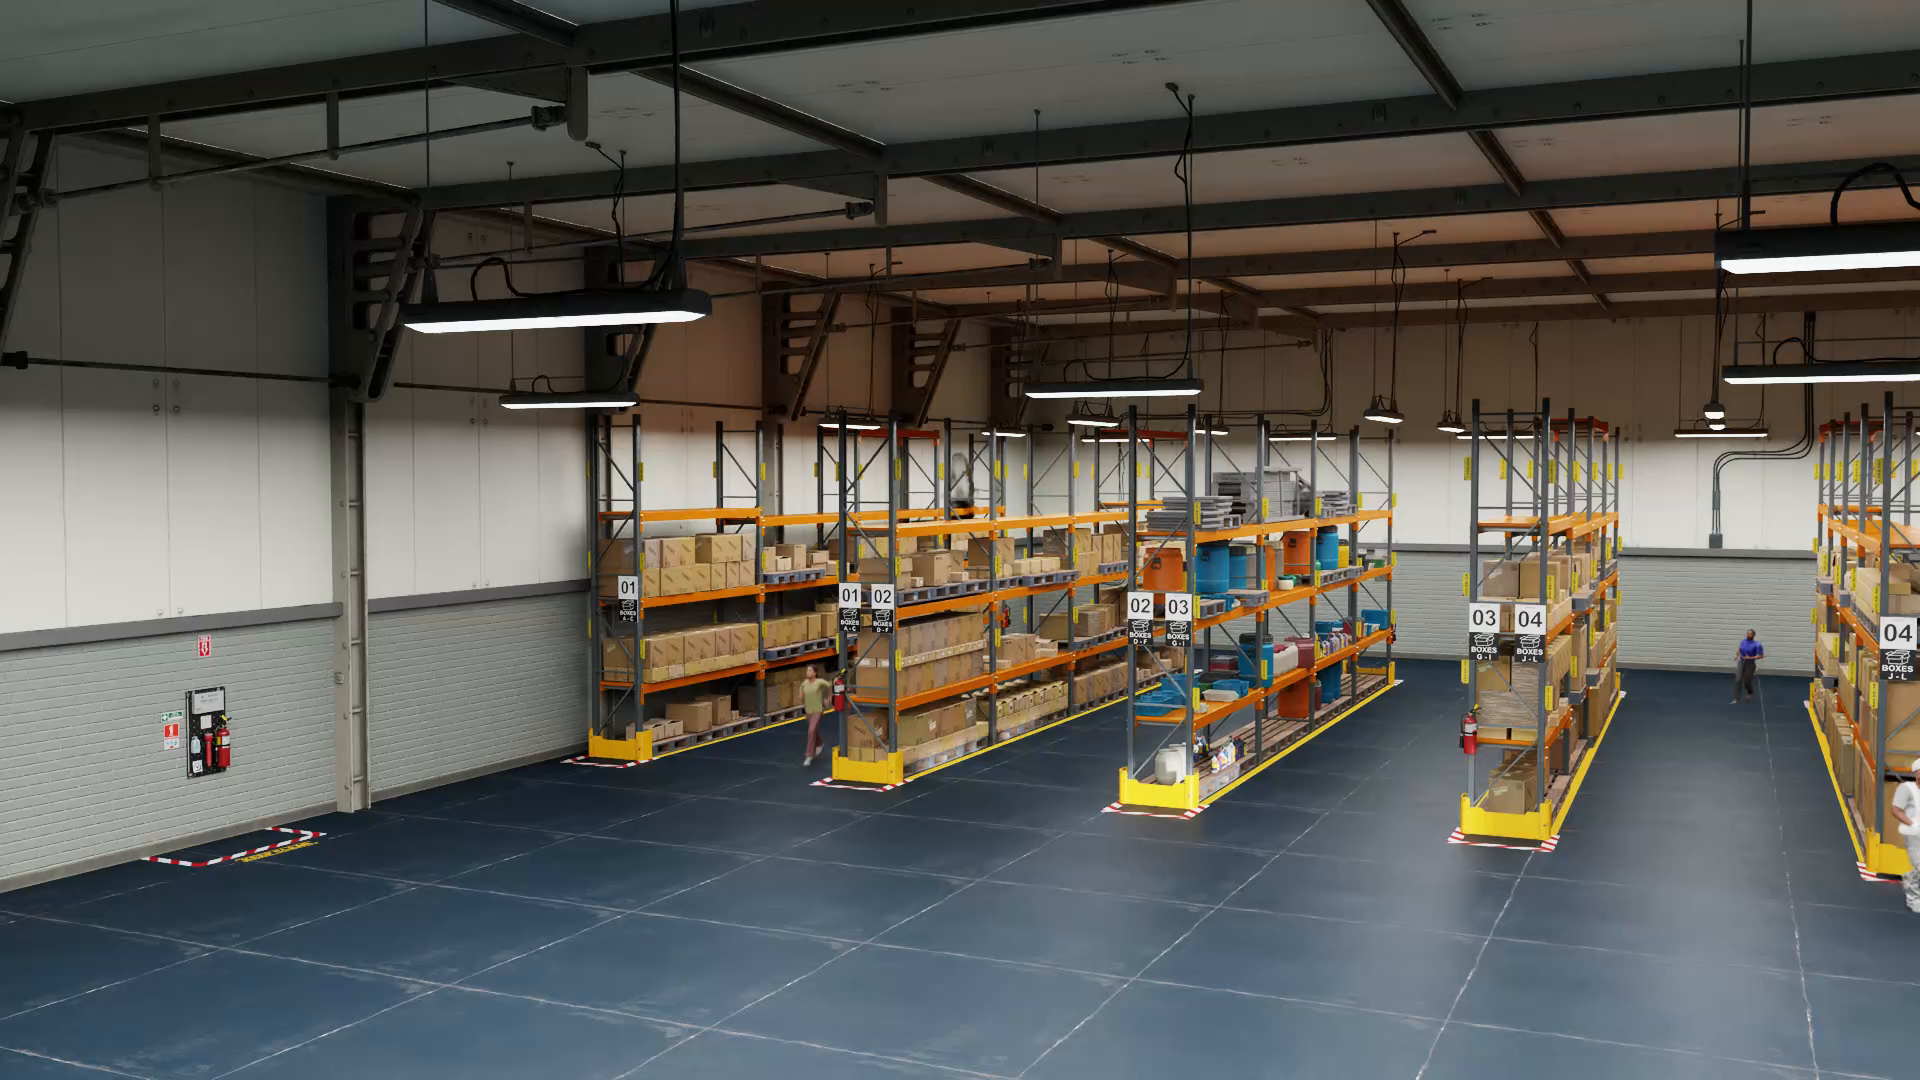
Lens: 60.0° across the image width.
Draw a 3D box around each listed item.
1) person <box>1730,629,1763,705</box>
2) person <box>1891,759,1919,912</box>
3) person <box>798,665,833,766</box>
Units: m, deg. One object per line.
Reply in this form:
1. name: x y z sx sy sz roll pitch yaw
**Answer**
1. person: 17.013 2.739 35.837 0.808 1.650 0.614 -2 3 -37
2. person: 10.962 3.353 18.976 0.714 1.735 0.627 -1 2 -13
3. person: -2.495 2.984 28.683 0.583 1.695 0.955 1 3 26
